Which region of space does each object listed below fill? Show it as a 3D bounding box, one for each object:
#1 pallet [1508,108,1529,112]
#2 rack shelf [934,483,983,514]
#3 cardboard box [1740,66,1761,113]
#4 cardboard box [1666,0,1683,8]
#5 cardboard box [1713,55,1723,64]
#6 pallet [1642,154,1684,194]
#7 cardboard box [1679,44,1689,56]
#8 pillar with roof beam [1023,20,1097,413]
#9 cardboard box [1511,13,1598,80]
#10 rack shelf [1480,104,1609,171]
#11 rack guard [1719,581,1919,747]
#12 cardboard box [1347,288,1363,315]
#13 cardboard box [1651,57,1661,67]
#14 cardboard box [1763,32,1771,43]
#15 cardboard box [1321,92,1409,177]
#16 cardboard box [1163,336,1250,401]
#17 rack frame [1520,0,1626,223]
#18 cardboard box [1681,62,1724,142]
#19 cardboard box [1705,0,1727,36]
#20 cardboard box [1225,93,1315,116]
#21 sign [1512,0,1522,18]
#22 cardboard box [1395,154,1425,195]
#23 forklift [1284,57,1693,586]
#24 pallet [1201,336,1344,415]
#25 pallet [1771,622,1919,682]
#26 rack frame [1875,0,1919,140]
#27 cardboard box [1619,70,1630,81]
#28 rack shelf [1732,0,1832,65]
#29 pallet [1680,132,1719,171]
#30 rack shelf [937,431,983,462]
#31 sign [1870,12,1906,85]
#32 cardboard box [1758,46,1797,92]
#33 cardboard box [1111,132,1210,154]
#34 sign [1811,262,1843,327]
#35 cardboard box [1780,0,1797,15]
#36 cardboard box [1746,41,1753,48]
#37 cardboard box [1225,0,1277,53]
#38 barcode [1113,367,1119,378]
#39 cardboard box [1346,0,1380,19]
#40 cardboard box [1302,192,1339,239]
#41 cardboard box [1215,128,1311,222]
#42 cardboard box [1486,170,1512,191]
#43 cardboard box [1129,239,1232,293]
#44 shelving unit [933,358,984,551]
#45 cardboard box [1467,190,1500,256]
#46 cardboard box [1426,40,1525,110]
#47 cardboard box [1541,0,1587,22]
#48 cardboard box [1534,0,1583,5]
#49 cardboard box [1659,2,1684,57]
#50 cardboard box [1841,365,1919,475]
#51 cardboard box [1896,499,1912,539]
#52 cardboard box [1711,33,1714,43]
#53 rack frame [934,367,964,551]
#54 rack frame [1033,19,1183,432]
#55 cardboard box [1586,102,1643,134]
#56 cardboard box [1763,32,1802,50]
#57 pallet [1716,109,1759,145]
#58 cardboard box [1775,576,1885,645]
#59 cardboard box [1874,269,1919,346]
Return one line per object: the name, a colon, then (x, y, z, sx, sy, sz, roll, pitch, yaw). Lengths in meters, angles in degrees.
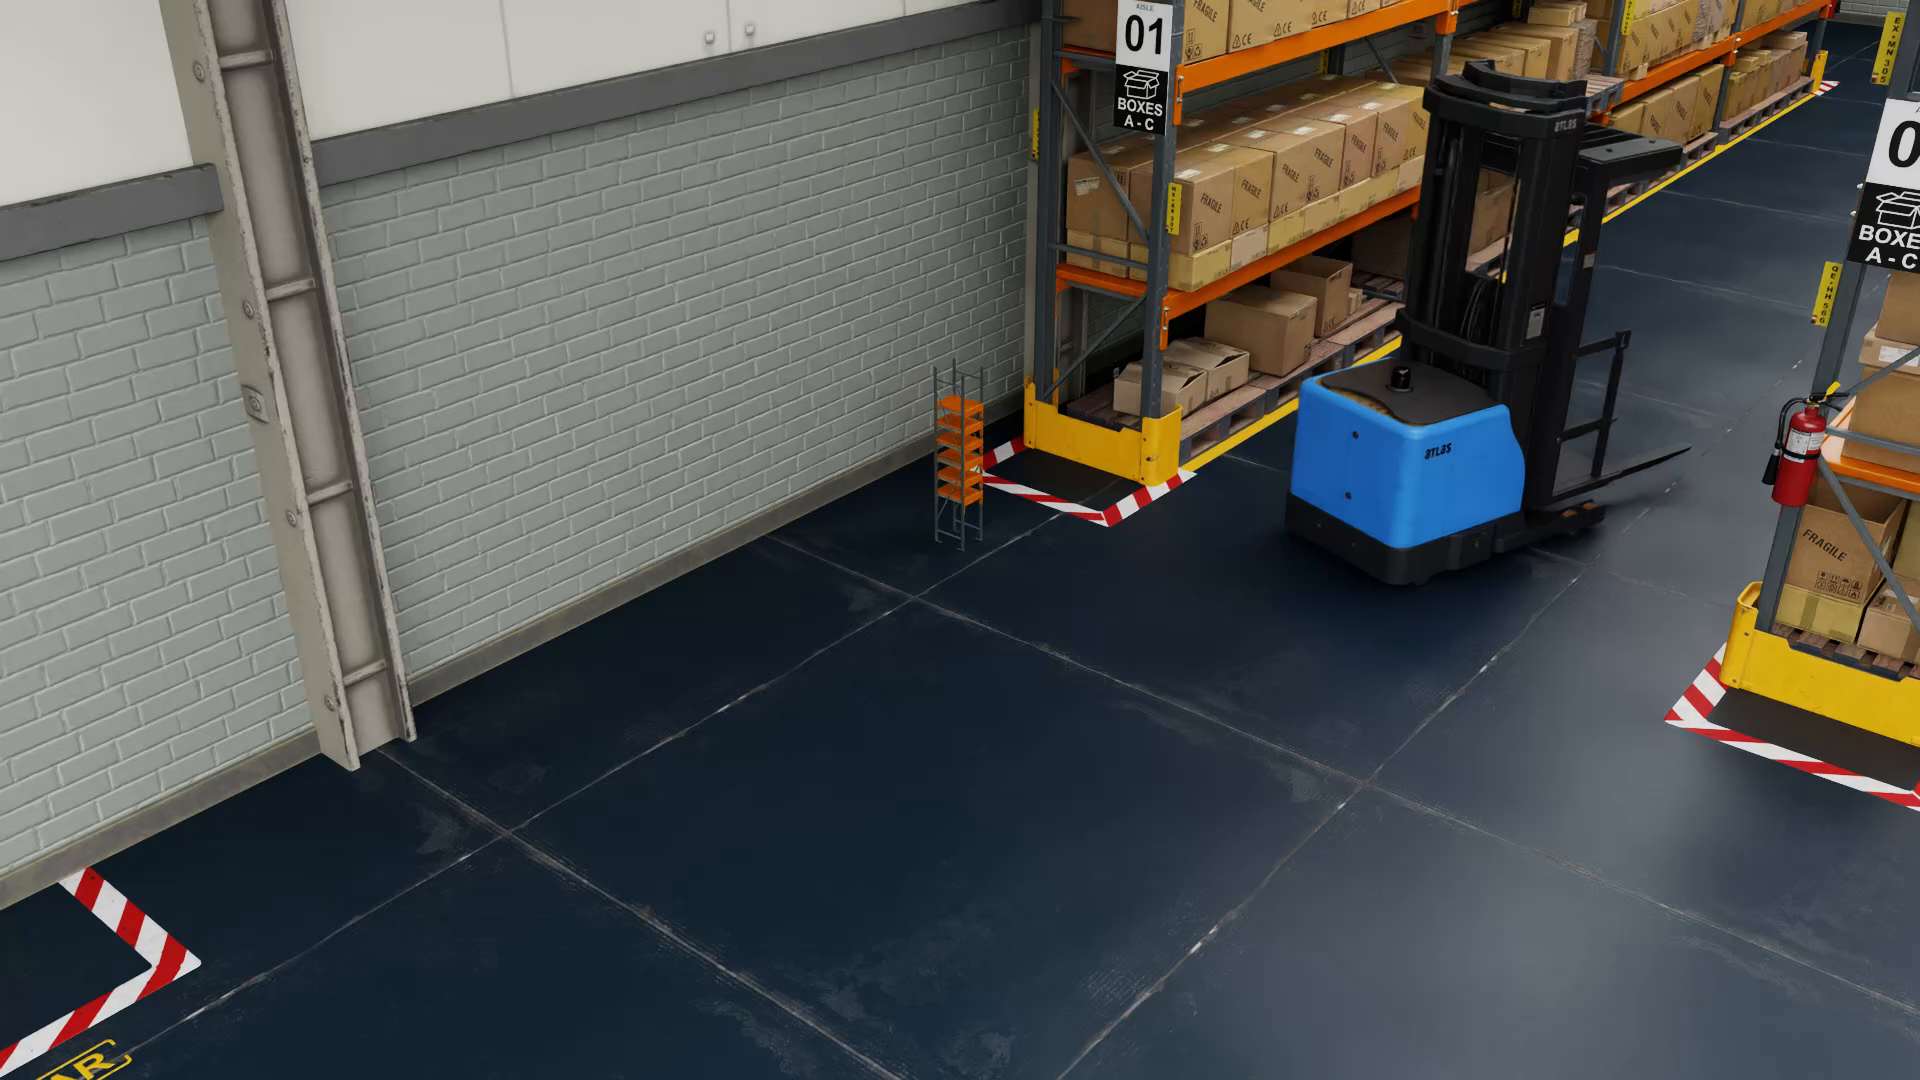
pallet: (4.806, -3.931, 15.293, 1.003, 0.211, 1.213, 21, 34, 34)
rack shelf: (-0.009, -0.275, 10.595, 0.258, 0.103, 0.180, 21, 34, 34)
cardboard box: (9.455, -5.637, 20.646, 0.700, 0.500, 0.500, 20, 34, 34)
cardboard box: (7.178, -5.704, 17.240, 0.500, 0.250, 0.500, 21, 34, 35)
cardboard box: (9.388, -6.036, 20.710, 0.380, 0.149, 0.250, 20, 33, 33)
pallet: (7.370, -4.180, 18.600, 1.003, 0.211, 1.213, 21, 34, 34)
cardboard box: (7.740, -5.406, 18.186, 0.380, 0.149, 0.250, 20, 33, 33)
pillar with roof beam: (4.045, -3.801, 8.304, 9.100, 9.000, 0.400, 21, 34, 34)
cardboard box: (5.743, -4.801, 16.177, 0.700, 0.500, 0.500, 16, 32, 29)
rack shelf: (4.762, -3.702, 15.424, 1.077, 0.370, 4.000, 21, 34, 34)
rack guard: (4.755, 0.671, 8.908, 1.175, 0.500, 0.348, 21, 34, 34)
cardboard box: (3.173, -2.051, 14.054, 0.380, 0.166, 0.250, 16, 31, 28)
cardboard box: (7.219, -5.141, 17.675, 0.380, 0.149, 0.250, 21, 34, 35)
cardboard box: (10.358, -6.577, 21.756, 0.380, 0.149, 0.250, 21, 34, 35)
cardboard box: (3.115, -3.151, 12.901, 0.500, 0.500, 0.500, 21, 34, 34)
cardboard box: (1.818, -1.316, 12.477, 0.500, 0.311, 0.500, 24, 36, 38)
rack frame: (6.034, -4.730, 16.629, 1.000, 3.000, 0.127, 21, 34, 34)
cardboard box: (8.265, -5.112, 19.249, 0.750, 0.750, 0.750, 21, 34, 35)
cardboard box: (8.162, -5.913, 18.461, 0.500, 0.500, 0.500, 21, 34, 35)
cardboard box: (2.376, -3.124, 12.850, 0.500, 0.500, 0.500, 22, 34, 36)
sign: (5.604, -5.406, 16.674, 0.100, 0.325, 0.005, 21, 34, 34)
cardboard box: (3.422, -2.998, 13.422, 0.500, 0.250, 0.500, 21, 34, 35)
forklift: (3.625, -1.520, 10.498, 3.031, 2.935, 1.130, -16, 31, -28)
pallet: (2.314, -1.391, 13.208, 1.003, 0.211, 1.213, 21, 34, 34)
pallet: (5.224, 0.508, 9.539, 1.003, 0.211, 1.213, 21, 34, 34)
rack frame: (4.770, -3.112, 6.972, 1.000, 3.000, 0.127, 21, 34, 34)
cardboard box: (6.589, -4.763, 16.945, 0.380, 0.149, 0.250, 21, 34, 35)
rack shelf: (9.850, -6.538, 20.907, 1.077, 0.370, 4.000, 21, 34, 34)
pallet: (8.146, -4.614, 19.440, 1.003, 0.211, 1.213, 21, 34, 34)
rack shelf: (-0.009, -0.595, 10.430, 0.258, 0.103, 0.180, 21, 34, 34)
sign: (4.360, -2.301, 7.792, 0.100, 0.325, 0.005, 21, 34, 34)
cardboard box: (10.436, -6.188, 21.711, 0.700, 0.500, 0.500, 21, 34, 34)
cardboard box: (1.409, -2.574, 11.786, 0.500, 0.500, 0.500, 21, 34, 35)
sign: (4.360, -1.230, 8.346, 0.100, 0.325, 0.005, 21, 34, 34)
cardboard box: (9.860, -6.987, 20.666, 0.980, 0.700, 0.700, 19, 33, 32)
cardboard box: (9.875, -6.306, 21.233, 0.380, 0.149, 0.250, 21, 34, 35)
cardboard box: (1.720, -3.505, 10.865, 0.500, 0.500, 0.500, 23, 35, 38)
barcode: (1.158, -1.241, 12.323, 0.001, 0.075, 0.075, 21, 34, 34)
cardboard box: (2.705, -4.063, 11.945, 0.500, 0.500, 0.500, 19, 33, 33)
cardboard box: (2.472, -2.462, 12.386, 0.500, 0.250, 0.500, 21, 34, 35)
cardboard box: (2.137, -2.604, 11.845, 0.500, 0.500, 0.500, 19, 33, 33)
cardboard box: (4.882, -3.510, 15.697, 0.500, 0.250, 0.500, 21, 34, 34)
cardboard box: (1.501, -1.916, 11.331, 0.500, 0.250, 0.500, 20, 33, 33)
shelving unit: (-0.009, -0.528, 10.464, 0.258, 1.200, 0.189, 21, 34, 34)
cardboard box: (4.591, -3.030, 15.584, 0.700, 0.500, 0.500, 21, 34, 35)
cardboard box: (4.595, -4.161, 14.941, 0.500, 0.500, 0.700, -23, 35, -37)
cardboard box: (5.838, -5.127, 16.103, 0.380, 0.149, 0.250, 16, 31, 28)
cardboard box: (6.122, -5.485, 16.818, 0.500, 0.250, 0.500, 22, 34, 36)
cardboard box: (7.197, -5.372, 17.415, 0.500, 0.500, 0.500, 21, 34, 34)
cardboard box: (5.077, -0.654, 8.640, 0.700, 0.500, 0.500, 21, 34, 34)
cardboard box: (5.507, -0.382, 9.943, 0.500, 0.500, 0.500, 21, 34, 34)
cardboard box: (8.240, -5.668, 18.694, 0.380, 0.149, 0.250, 22, 35, 36)
rack frame: (-0.067, -0.495, 10.402, 0.240, 1.200, 0.006, 21, 34, 34)
rack frame: (0.945, -1.894, 11.146, 1.000, 3.000, 0.127, 21, 34, 34)
cardboard box: (6.603, -4.184, 17.457, 0.750, 0.750, 0.750, 20, 34, 34)
cardboard box: (10.651, -6.464, 21.538, 0.380, 0.149, 0.250, 22, 34, 36)
pallet: (9.122, -5.157, 20.488, 1.003, 0.211, 1.213, 21, 34, 34)
cardboard box: (4.883, 0.311, 9.420, 0.500, 0.250, 0.500, 21, 34, 34)
cardboard box: (5.111, -1.249, 8.378, 0.700, 0.500, 0.500, 21, 34, 35)
